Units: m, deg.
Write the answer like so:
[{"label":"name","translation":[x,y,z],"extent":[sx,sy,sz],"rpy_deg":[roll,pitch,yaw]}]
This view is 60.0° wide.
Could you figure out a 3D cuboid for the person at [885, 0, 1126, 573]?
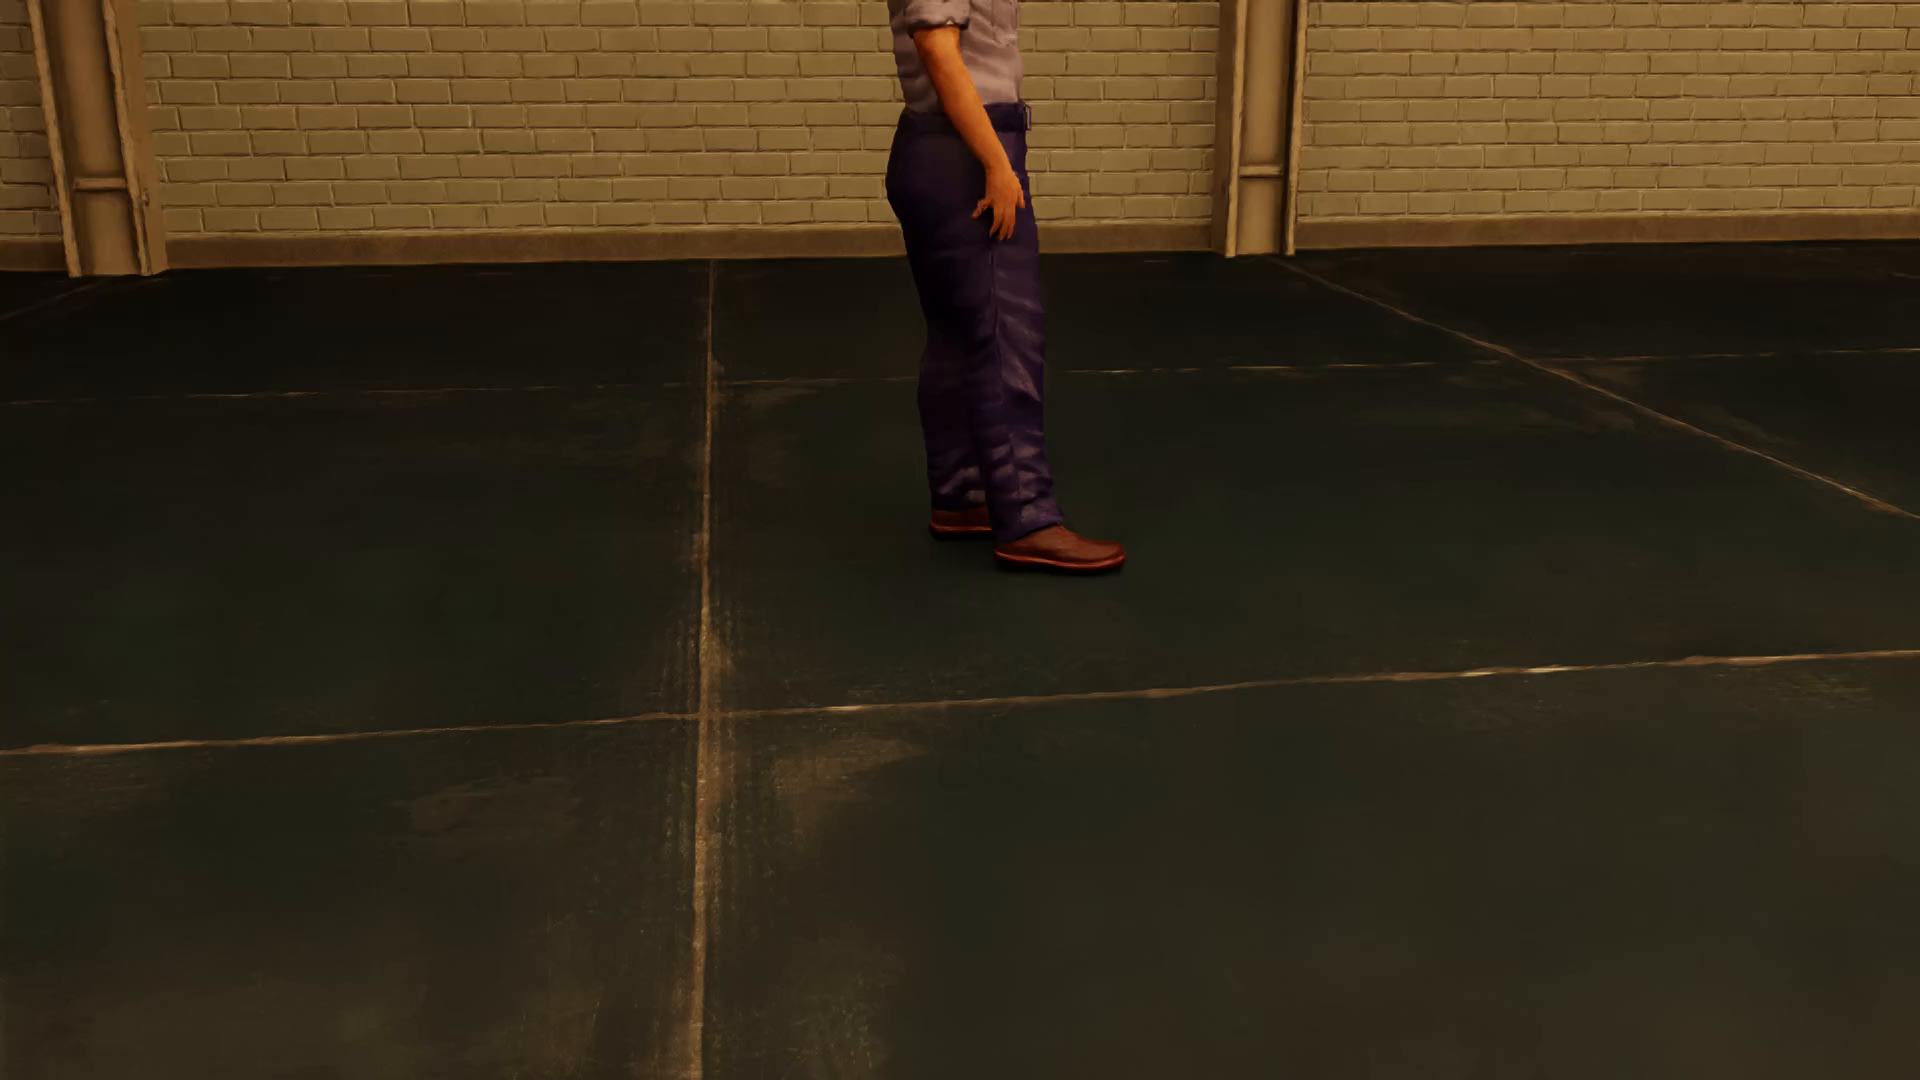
[{"label":"person","translation":[0.092,-0.793,3.717],"extent":[0.502,1.650,0.599],"rpy_deg":[-2,17,-8]}]
